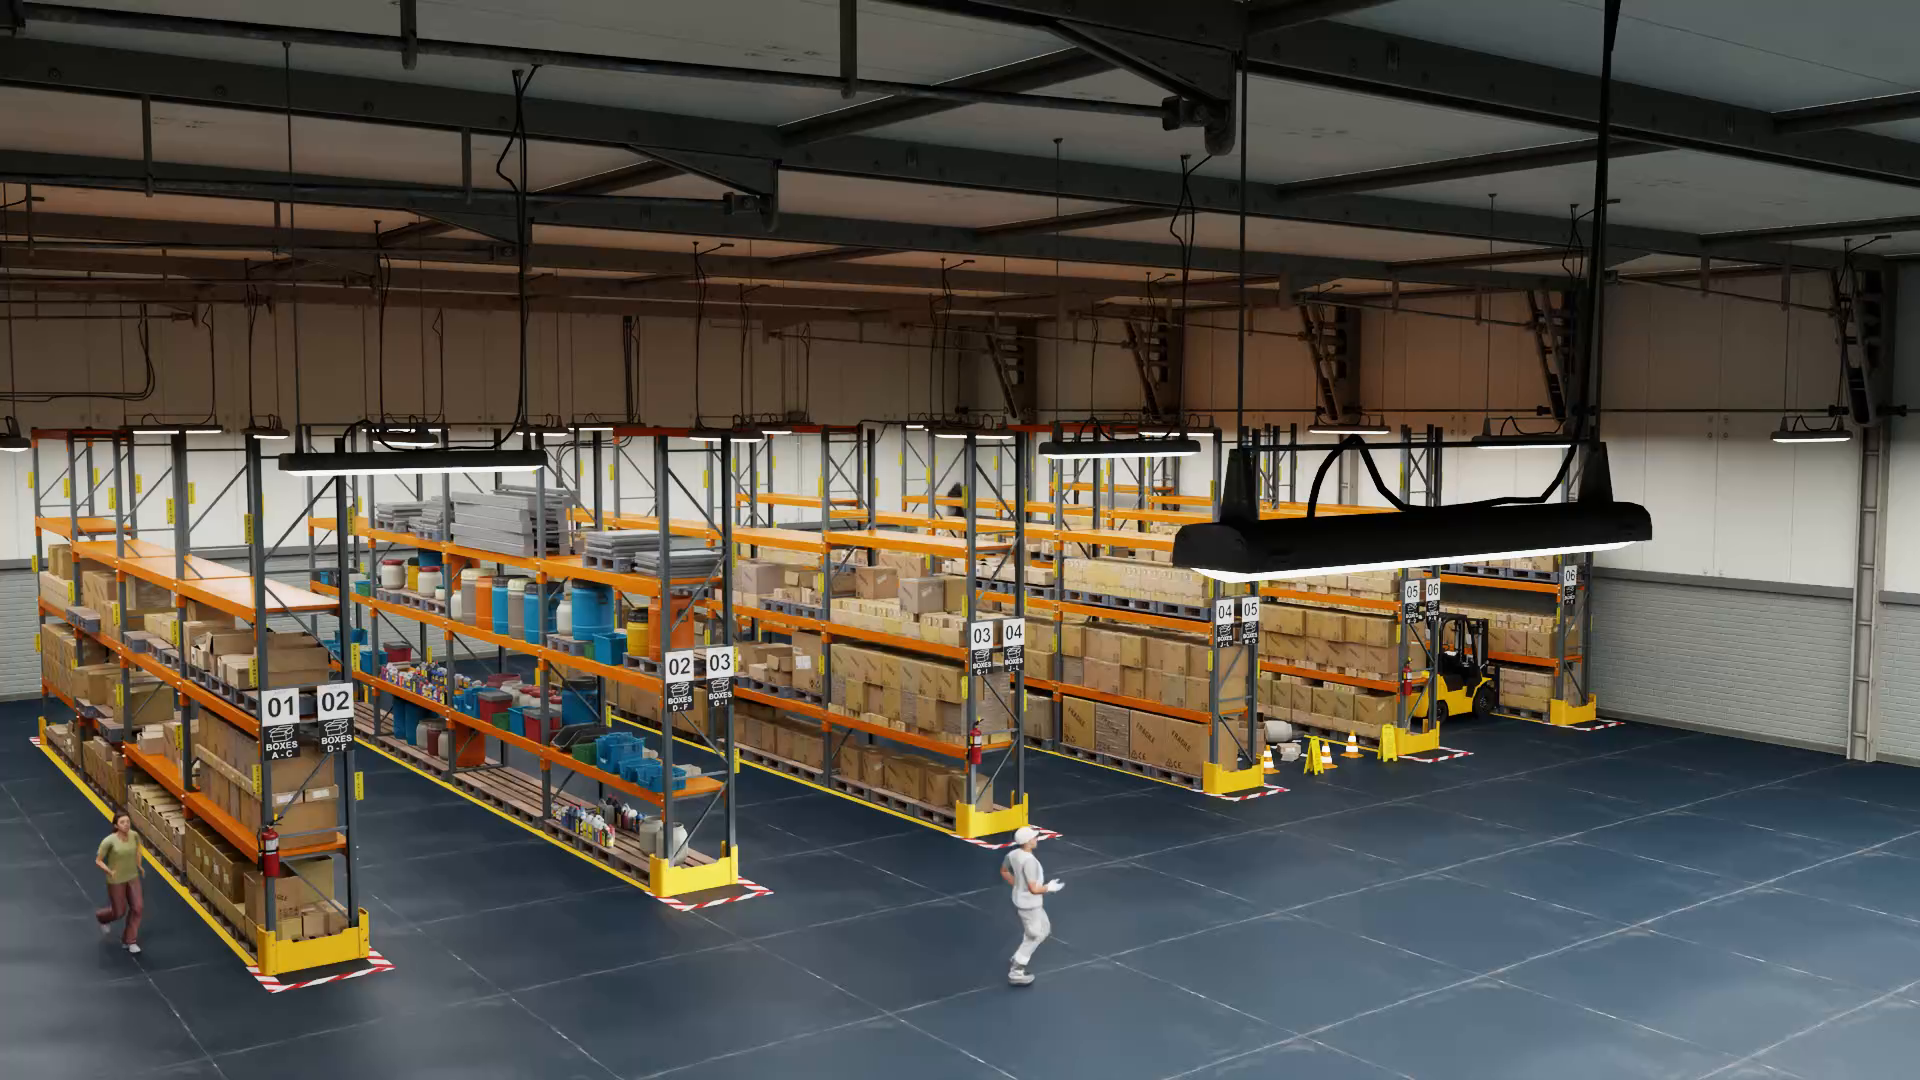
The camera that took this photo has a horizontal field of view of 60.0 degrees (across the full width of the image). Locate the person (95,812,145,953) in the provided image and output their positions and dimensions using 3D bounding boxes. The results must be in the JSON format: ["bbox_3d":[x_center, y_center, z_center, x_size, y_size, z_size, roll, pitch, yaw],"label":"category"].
[{"bbox_3d":[-9.882,3.986,19.555,0.779,1.640,0.567,3,6,36],"label":"person"}]

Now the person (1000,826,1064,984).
[{"bbox_3d":[0.811,4.002,18.306,0.606,1.745,0.640,-1,5,-14],"label":"person"}]

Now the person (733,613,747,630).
[{"bbox_3d":[-5.616,2.245,41.490,0.637,1.683,0.635,1,5,12],"label":"person"}]
